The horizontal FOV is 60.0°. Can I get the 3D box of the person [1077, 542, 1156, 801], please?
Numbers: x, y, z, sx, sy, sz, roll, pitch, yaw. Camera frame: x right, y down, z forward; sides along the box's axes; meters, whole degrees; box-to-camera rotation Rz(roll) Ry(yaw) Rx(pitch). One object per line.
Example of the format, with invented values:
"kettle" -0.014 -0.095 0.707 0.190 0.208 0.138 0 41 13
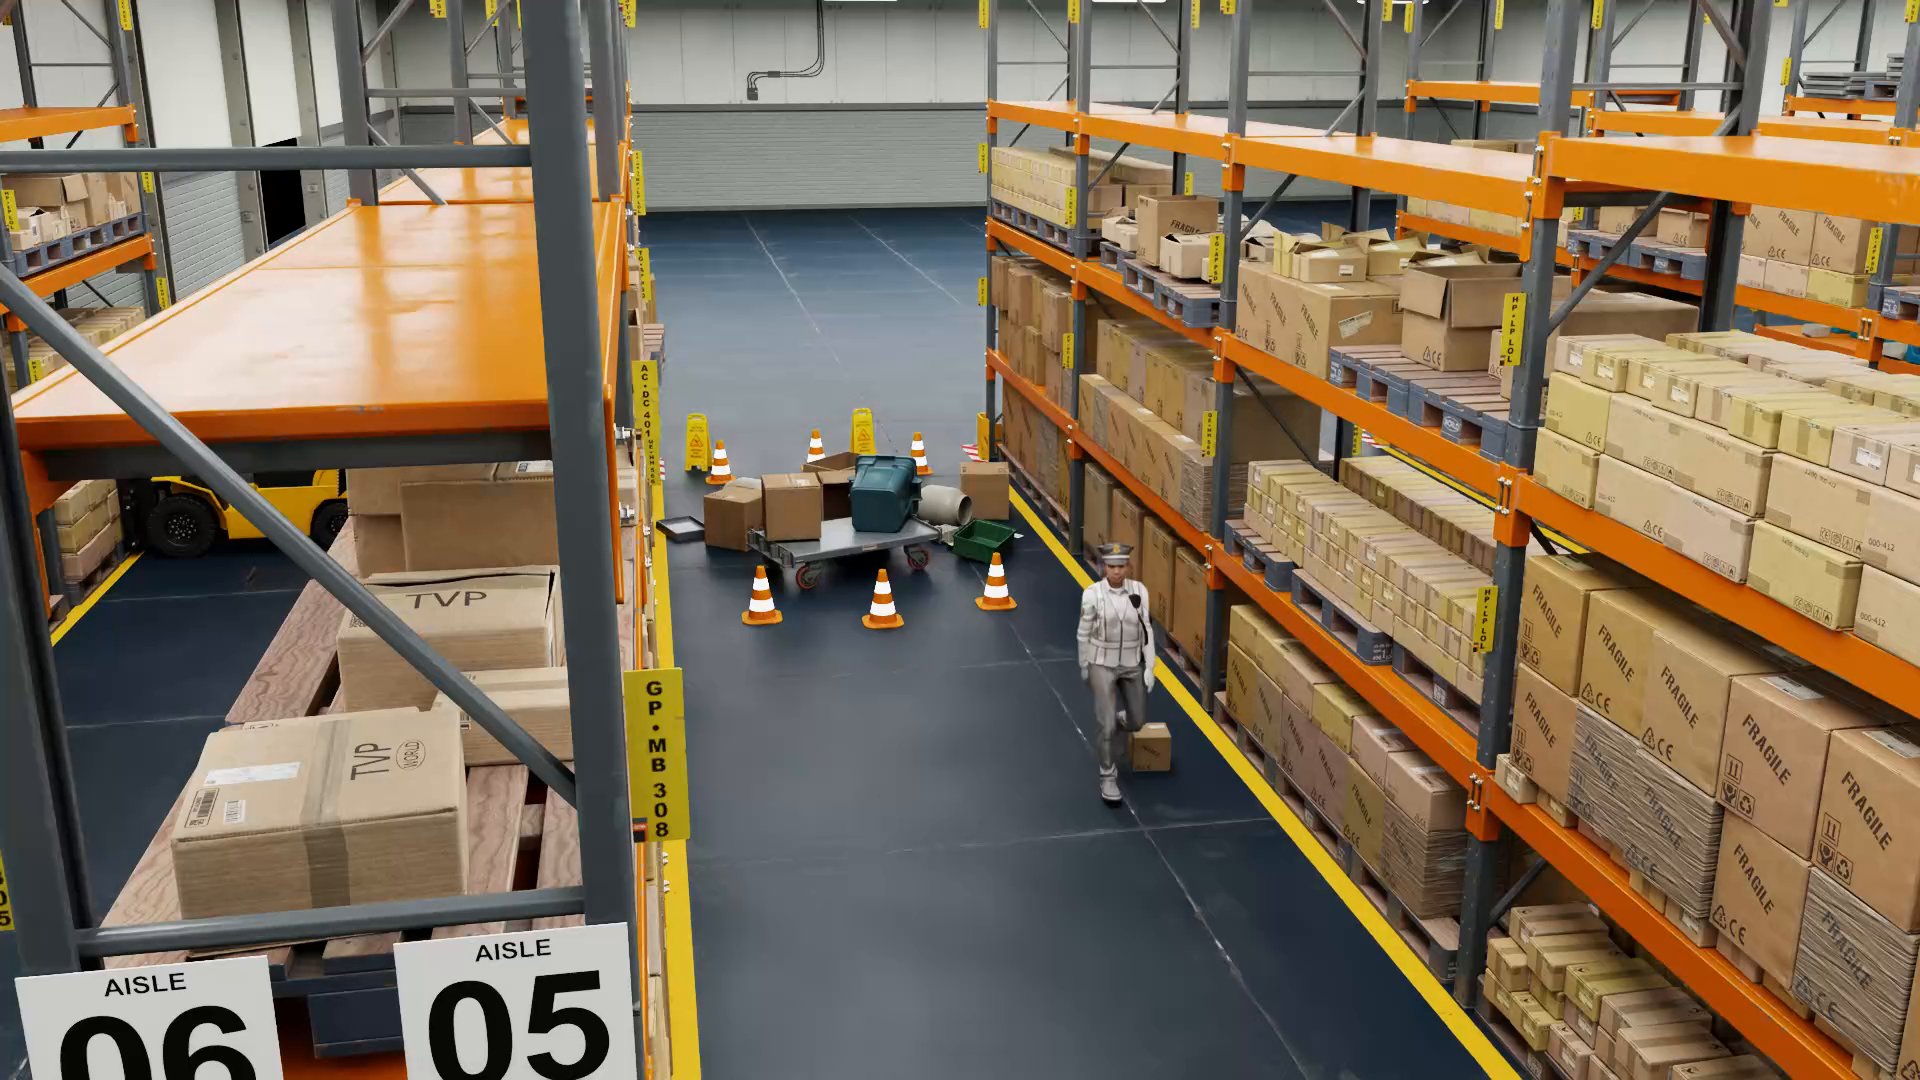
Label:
"person" 1.000 0.789 10.751 0.488 1.663 0.705 -3 17 -9
